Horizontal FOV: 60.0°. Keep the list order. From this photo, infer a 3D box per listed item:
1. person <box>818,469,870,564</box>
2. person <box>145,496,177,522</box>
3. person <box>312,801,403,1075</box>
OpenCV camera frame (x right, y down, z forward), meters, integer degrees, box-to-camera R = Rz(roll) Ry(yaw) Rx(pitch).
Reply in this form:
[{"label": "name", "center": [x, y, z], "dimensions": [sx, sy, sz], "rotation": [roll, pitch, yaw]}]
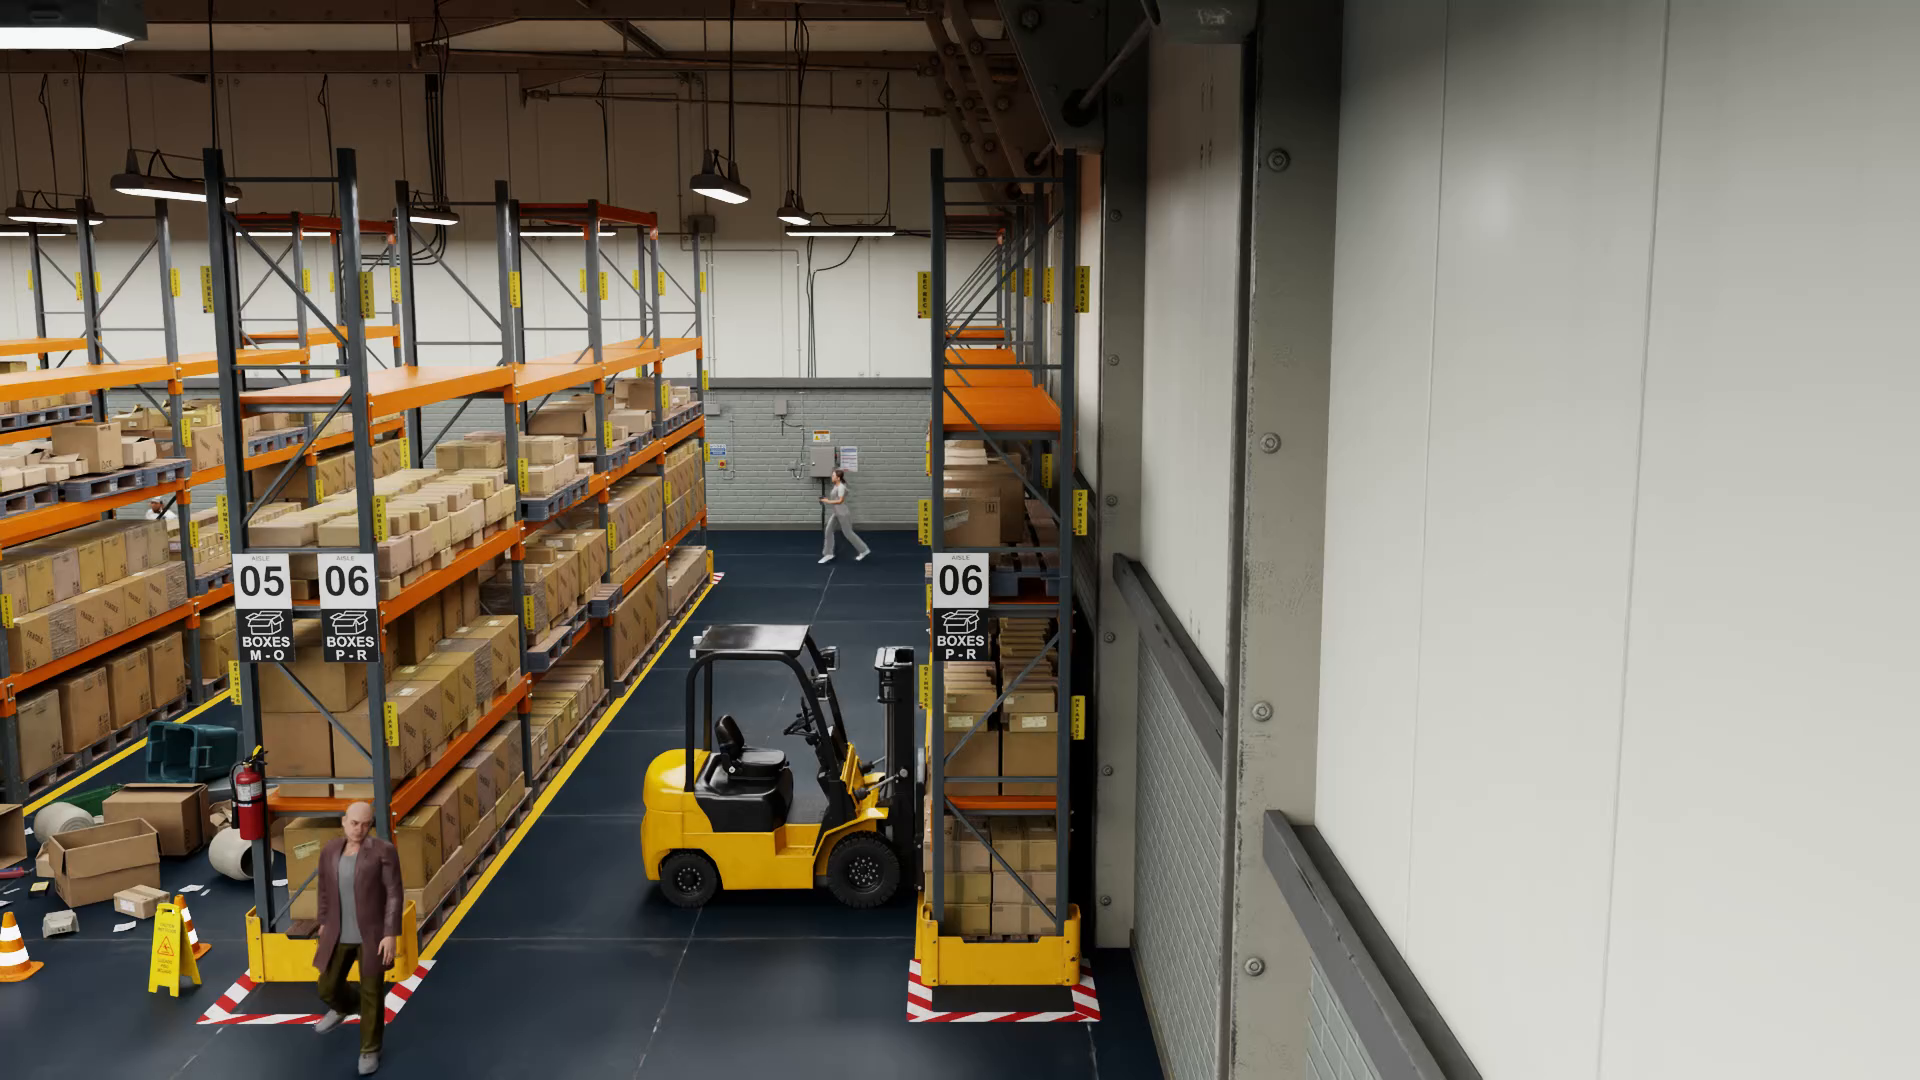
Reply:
[{"label": "person", "center": [-2.099, -0.429, 29.832], "dimensions": [0.931, 1.698, 0.612], "rotation": [-3, 9, -16]}, {"label": "person", "center": [-12.758, 0.118, 26.578], "dimensions": [0.612, 1.702, 0.713], "rotation": [0, 9, -3]}, {"label": "person", "center": [-3.976, 2.558, 10.955], "dimensions": [0.748, 1.775, 0.645], "rotation": [0, 9, 3]}]
